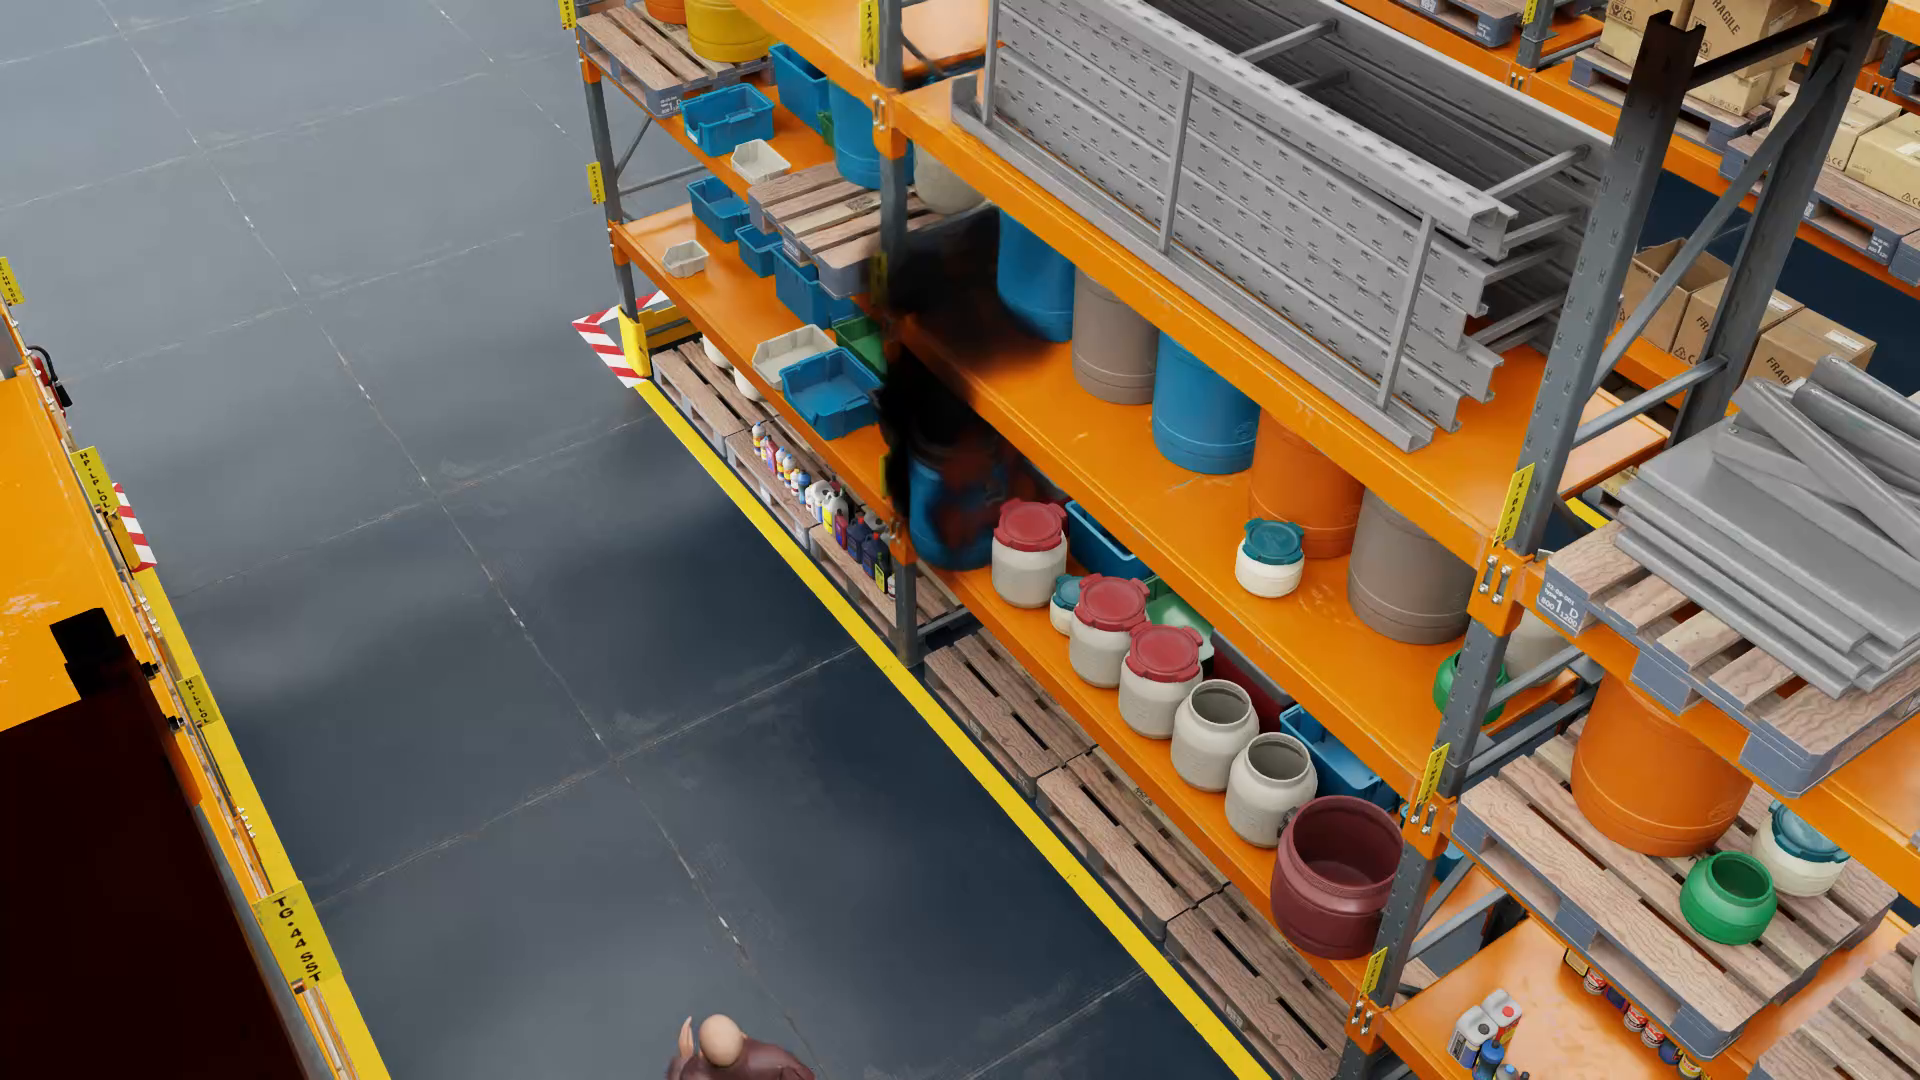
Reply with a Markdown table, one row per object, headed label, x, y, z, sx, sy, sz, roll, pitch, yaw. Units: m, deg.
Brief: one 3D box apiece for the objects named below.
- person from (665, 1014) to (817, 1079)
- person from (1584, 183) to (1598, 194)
| label | x | y | z | sx | sy | sz | roll | pitch | yaw |
| --- | --- | --- | --- | --- | --- | --- | --- | --- | --- |
| person | -0.955 | 2.579 | 7.198 | 0.684 | 1.829 | 0.876 | -23 | 47 | -23 |
| person | 5.147 | -2.848 | 13.518 | 0.657 | 1.795 | 0.956 | -24 | 48 | -24 |
